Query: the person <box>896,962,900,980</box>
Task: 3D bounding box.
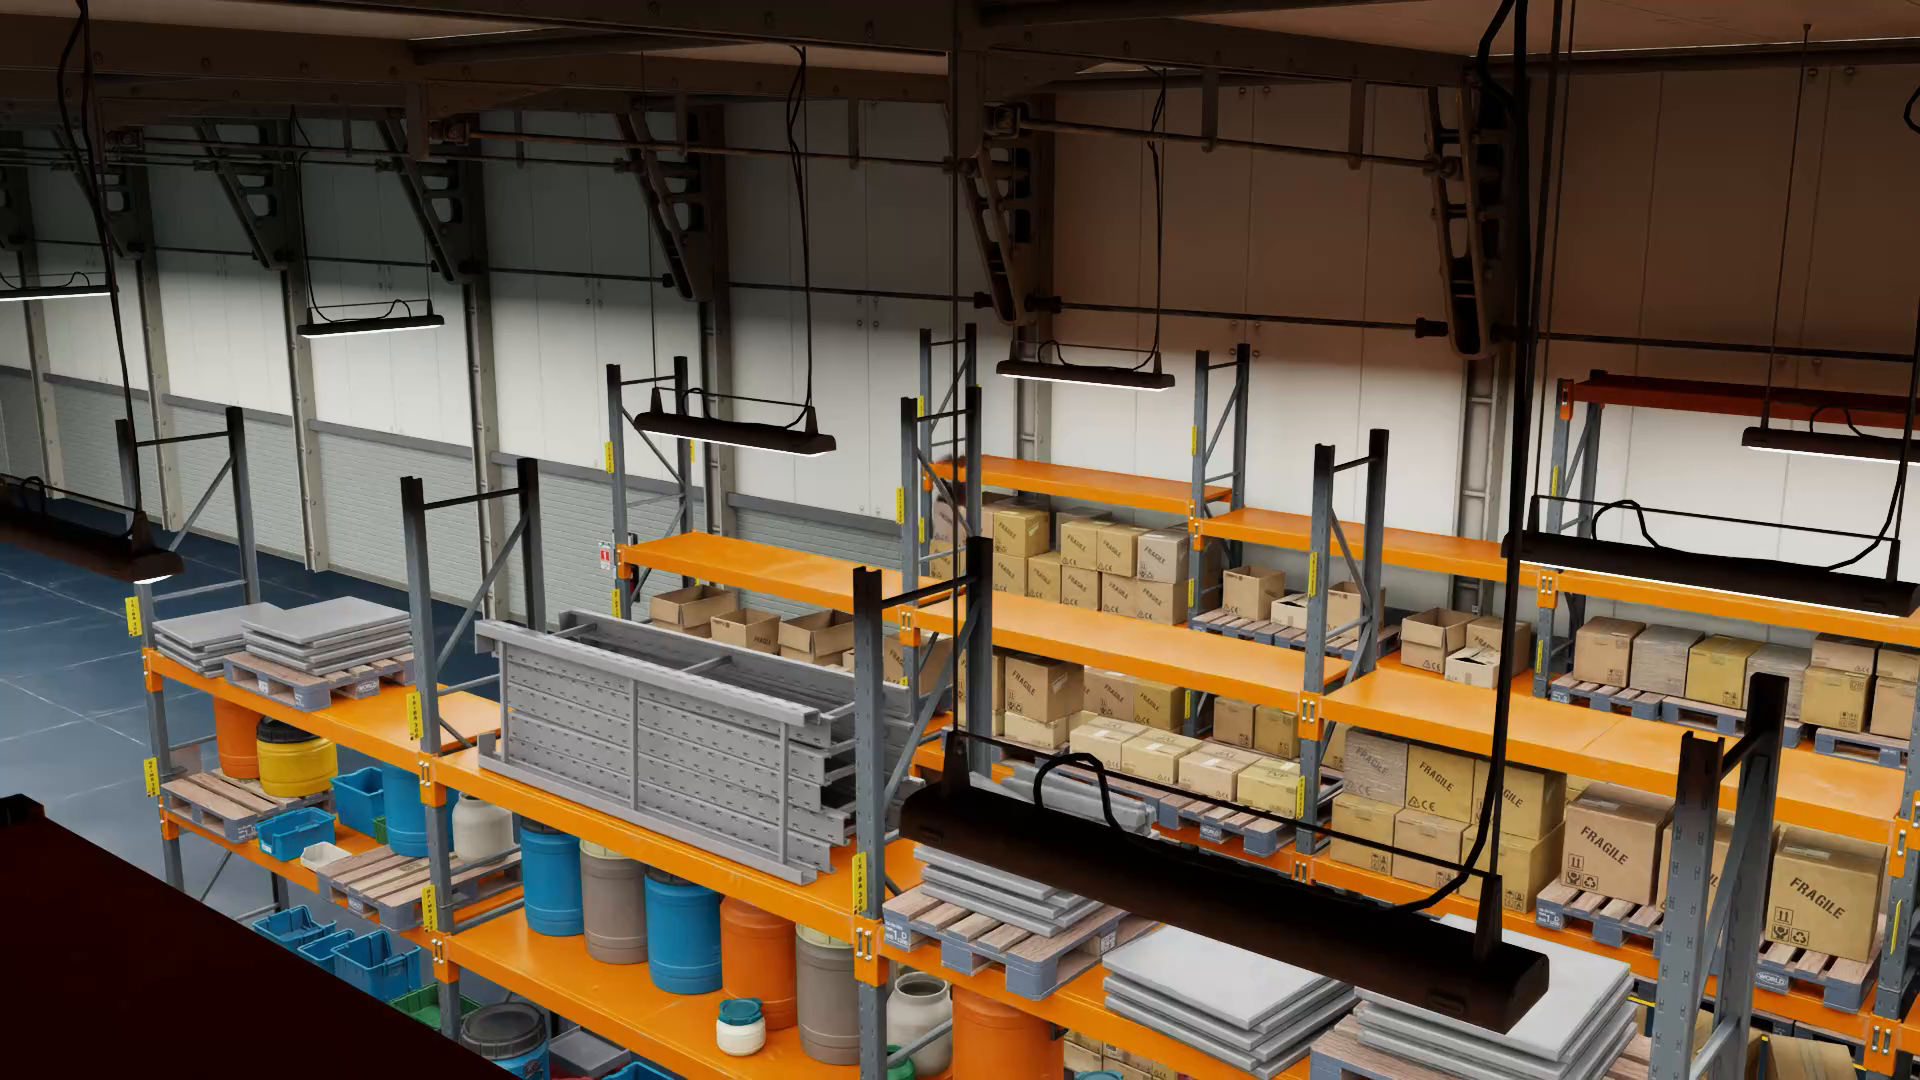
[{"bbox_3d":[-0.692,4.092,14.558,0.840,1.555,0.536,9,15,34],"label":"person"}]
